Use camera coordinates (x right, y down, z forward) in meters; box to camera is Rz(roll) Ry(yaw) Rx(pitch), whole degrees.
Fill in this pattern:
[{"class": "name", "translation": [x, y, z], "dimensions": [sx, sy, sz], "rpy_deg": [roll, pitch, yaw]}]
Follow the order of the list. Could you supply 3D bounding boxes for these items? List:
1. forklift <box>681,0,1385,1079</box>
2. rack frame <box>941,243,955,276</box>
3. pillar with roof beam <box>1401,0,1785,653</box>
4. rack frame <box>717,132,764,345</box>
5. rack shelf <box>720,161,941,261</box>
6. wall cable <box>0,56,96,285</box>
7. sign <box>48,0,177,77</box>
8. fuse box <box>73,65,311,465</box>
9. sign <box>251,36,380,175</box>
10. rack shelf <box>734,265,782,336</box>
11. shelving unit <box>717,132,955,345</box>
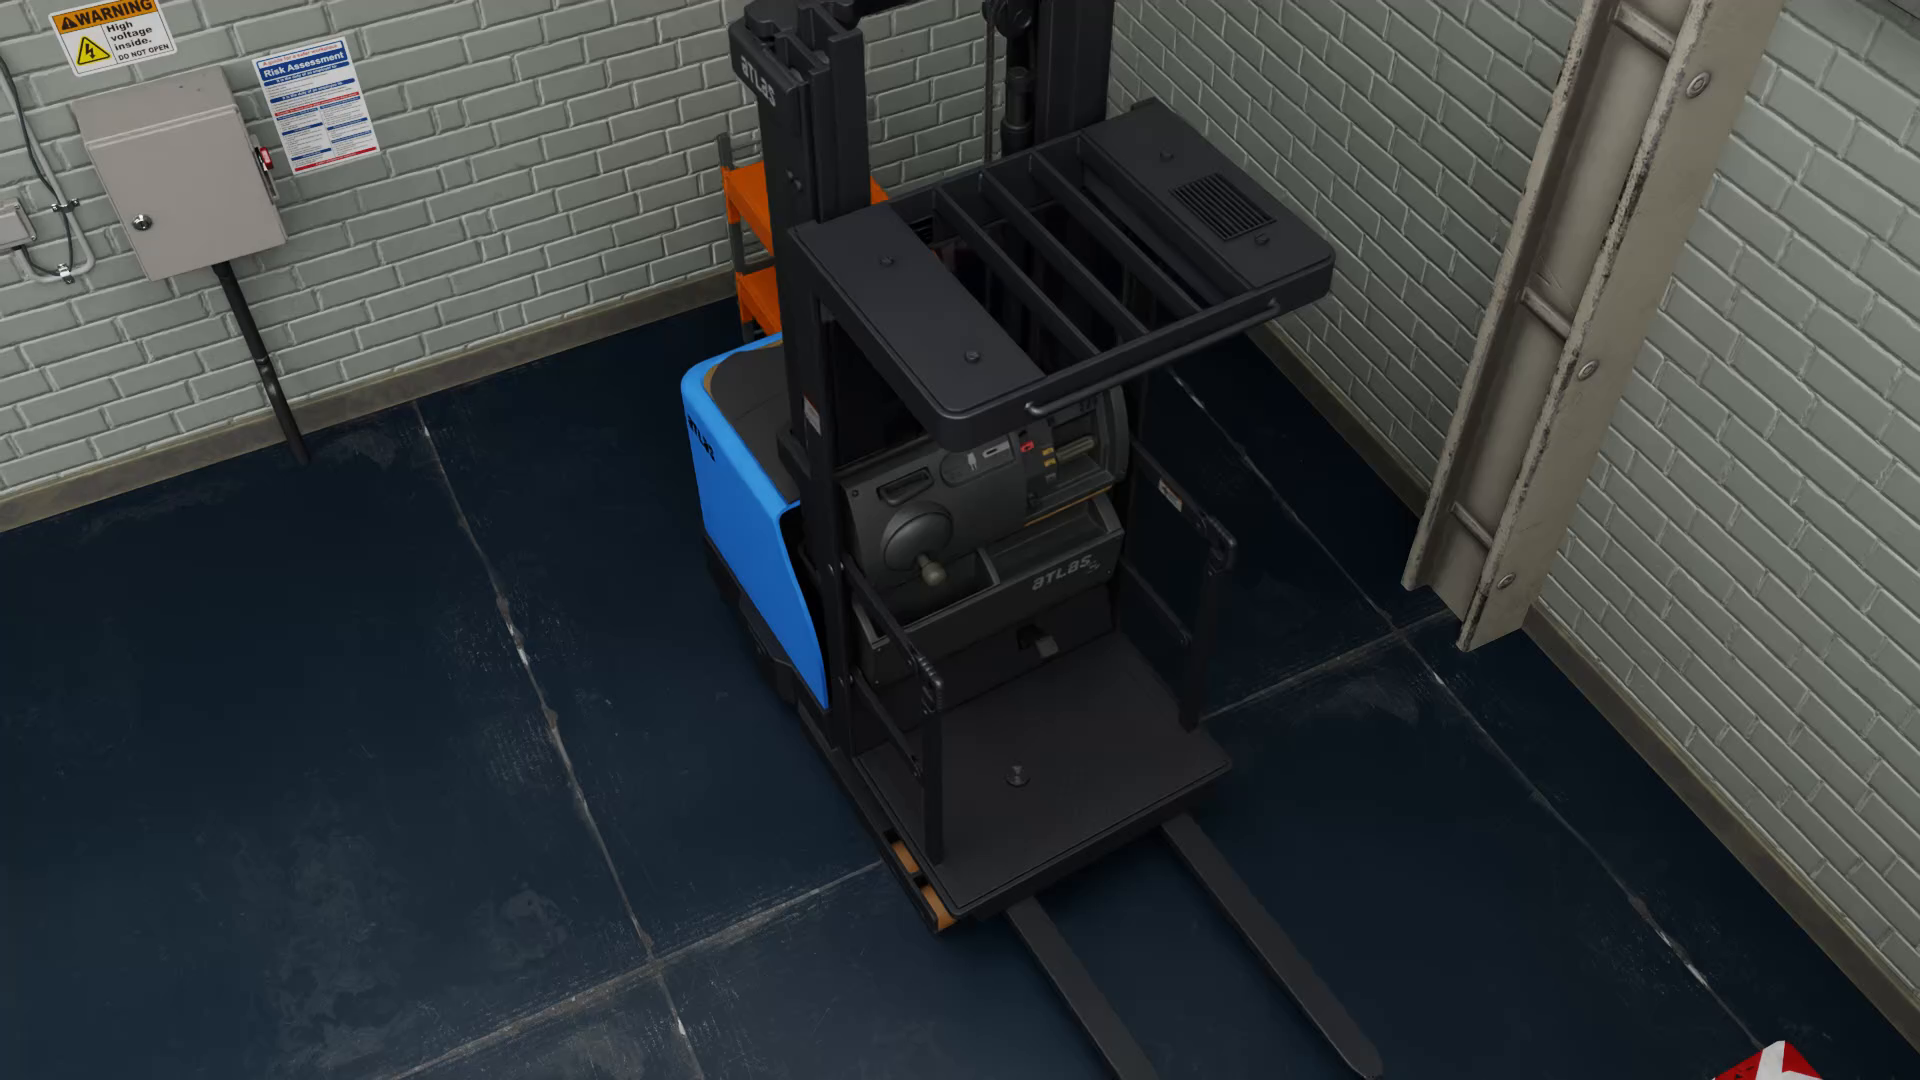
[{"class": "forklift", "translation": [0.206, -0.080, 4.765], "dimensions": [1.130, 2.935, 3.031], "rpy_deg": [-24, 53, -20]}, {"class": "rack frame", "translation": [-0.245, -0.632, 6.448], "dimensions": [0.500, 1.125, 0.032], "rpy_deg": [-22, 52, -18]}, {"class": "pillar with roof beam", "translation": [-1.882, -1.238, 1.747], "dimensions": [9.100, 9.000, 0.400], "rpy_deg": [-21, 52, -18]}, {"class": "rack frame", "translation": [-0.731, -1.304, 7.036], "dimensions": [0.500, 1.125, 0.032], "rpy_deg": [-22, 52, -18]}, {"class": "rack shelf", "translation": [-0.488, -1.160, 6.521], "dimensions": [0.538, 0.278, 1.000], "rpy_deg": [-22, 52, -18]}, {"class": "wall cable", "translation": [-3.378, -1.516, 5.300], "dimensions": [0.588, 1.984, 0.122], "rpy_deg": [-21, 52, -18]}, {"class": "sign", "translation": [-2.844, -1.702, 5.590], "dimensions": [0.339, 0.242, 0.001], "rpy_deg": [-21, 52, -18]}, {"class": "fuse box", "translation": [-2.700, -0.887, 6.281], "dimensions": [0.539, 1.711, 0.414], "rpy_deg": [-21, 52, -18]}, {"class": "sign", "translation": [-2.355, -1.588, 6.102], "dimensions": [0.329, 0.494, 0.001], "rpy_deg": [-21, 52, -18]}, {"class": "rack shelf", "translation": [-0.488, -0.807, 6.926], "dimensions": [0.538, 0.278, 1.000], "rpy_deg": [-22, 52, -18]}, {"class": "shelving unit", "translation": [-0.488, -0.968, 6.742], "dimensions": [0.538, 1.125, 1.048], "rpy_deg": [-22, 52, -18]}]
